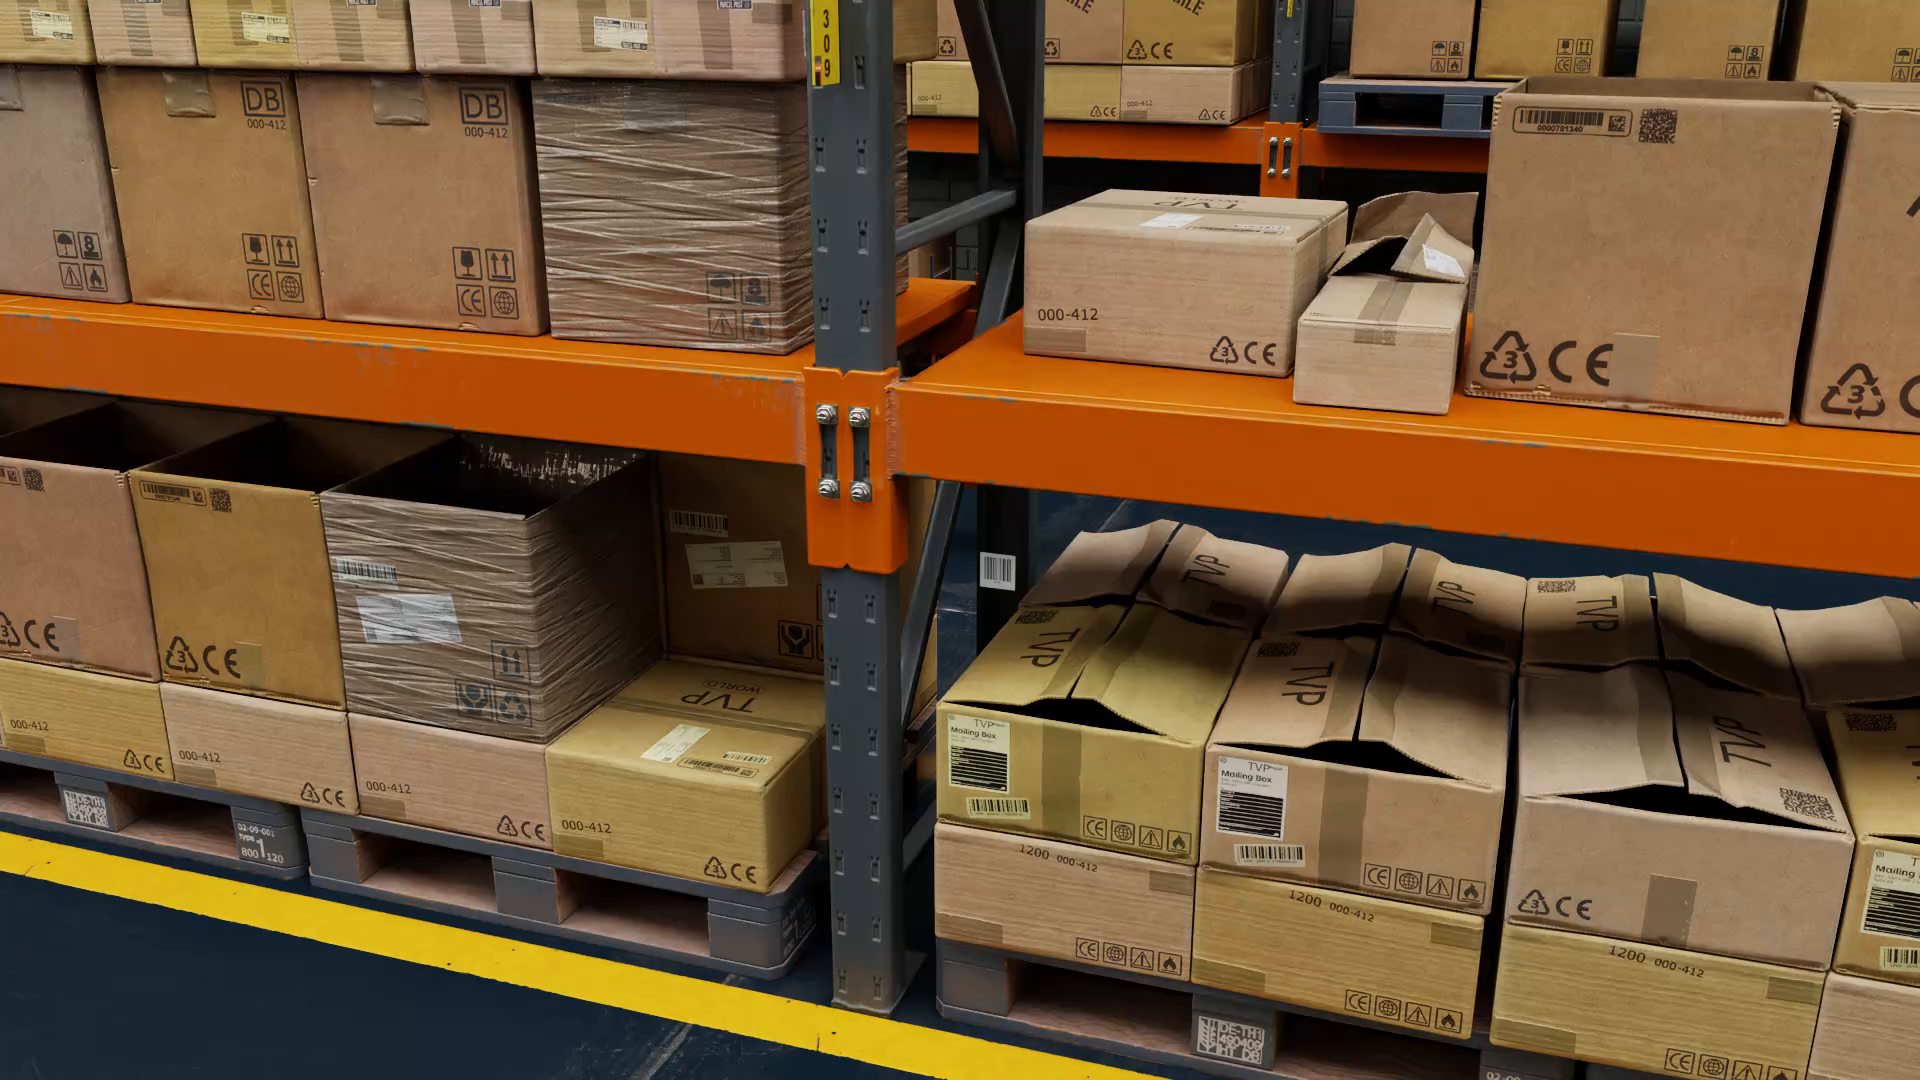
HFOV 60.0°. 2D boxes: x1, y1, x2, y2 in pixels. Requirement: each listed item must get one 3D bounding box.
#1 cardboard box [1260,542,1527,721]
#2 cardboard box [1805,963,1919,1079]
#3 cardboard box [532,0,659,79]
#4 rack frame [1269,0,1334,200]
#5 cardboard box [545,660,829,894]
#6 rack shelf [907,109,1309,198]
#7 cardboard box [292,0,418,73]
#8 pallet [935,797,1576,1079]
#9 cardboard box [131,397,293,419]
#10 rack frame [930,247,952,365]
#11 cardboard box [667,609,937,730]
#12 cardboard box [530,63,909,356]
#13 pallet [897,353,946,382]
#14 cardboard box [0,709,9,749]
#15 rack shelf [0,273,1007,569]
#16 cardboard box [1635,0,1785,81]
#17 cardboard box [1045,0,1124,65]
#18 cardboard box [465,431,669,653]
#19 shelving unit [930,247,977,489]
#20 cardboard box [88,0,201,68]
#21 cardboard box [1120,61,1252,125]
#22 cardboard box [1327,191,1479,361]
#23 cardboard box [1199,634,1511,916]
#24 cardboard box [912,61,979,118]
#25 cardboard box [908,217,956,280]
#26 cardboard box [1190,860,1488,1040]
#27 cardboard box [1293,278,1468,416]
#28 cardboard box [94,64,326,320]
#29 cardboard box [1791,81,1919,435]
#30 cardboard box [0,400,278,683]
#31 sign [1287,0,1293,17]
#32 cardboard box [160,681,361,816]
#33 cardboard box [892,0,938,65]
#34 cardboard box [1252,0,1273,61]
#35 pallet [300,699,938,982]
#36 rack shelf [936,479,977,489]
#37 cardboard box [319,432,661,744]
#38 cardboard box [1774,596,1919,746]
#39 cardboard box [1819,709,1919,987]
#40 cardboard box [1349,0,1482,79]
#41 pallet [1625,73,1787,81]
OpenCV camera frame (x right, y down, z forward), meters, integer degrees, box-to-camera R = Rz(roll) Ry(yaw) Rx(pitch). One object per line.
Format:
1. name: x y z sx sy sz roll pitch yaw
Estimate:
1. cardboard box: 0.934 0.225 3.562 0.500 0.311 0.500 7 20 20
2. cardboard box: 1.717 0.767 2.857 0.500 0.250 0.500 7 20 19
3. cardboard box: -0.596 -0.963 3.144 0.250 0.149 0.380 6 20 17
4. rack frame: 1.586 -2.160 7.716 0.127 3.000 1.000 7 20 18
5. cardboard box: -0.546 0.499 3.628 0.500 0.250 0.500 7 20 18
6. rack shelf: -0.303 -2.036 8.454 4.000 0.370 1.077 7 20 18
7. cardboard box: -1.093 -1.018 3.304 0.250 0.149 0.380 6 20 18
8. pallet: 0.673 0.765 3.561 1.213 0.211 1.003 7 20 18
9. cardboard box: -1.789 -0.182 4.442 0.500 0.500 0.500 7 20 18
10. rack frame: -0.065 -0.503 5.925 0.008 1.050 0.200 7 20 18
11. cardboard box: -0.375 0.336 4.093 0.500 0.250 0.500 7 20 18
12. cardboard box: -0.457 -0.713 3.411 0.500 0.500 0.700 6 20 17
13. pallet: -0.216 -1.036 8.728 1.213 0.211 1.003 7 20 18
14. cardboard box: -2.435 0.283 4.247 0.500 0.250 0.500 7 20 18
15. rack shelf: -1.925 -0.496 4.034 4.000 0.370 1.077 7 20 18
16. cardboard box: 3.213 -2.225 7.083 0.500 0.500 0.700 10 21 26
17. cardboard box: 0.565 -2.460 7.634 0.500 0.500 0.500 6 20 18
18. cardboard box: -0.846 -0.072 4.127 0.500 0.500 0.500 7 20 18
19. shelving unit: 0.051 -0.490 5.887 0.252 1.050 0.215 7 20 18
20. cardboard box: -1.562 -1.073 3.461 0.250 0.149 0.380 7 20 20
21. cardboard box: 1.039 -2.055 7.613 0.500 0.250 0.500 7 20 18
22. cardboard box: 0.855 -0.518 3.209 0.258 0.266 0.396 6 20 17
23. cardboard box: 0.744 0.394 3.077 0.500 0.311 0.500 6 20 17
24. cardboard box: 0.091 -2.161 7.917 0.500 0.250 0.500 6 20 18
25. cardboard box: -0.353 -1.360 8.551 0.500 0.500 0.700 5 20 15
26. cardboard box: 0.746 0.657 3.174 0.500 0.250 0.500 7 20 19
27. cardboard box: 0.734 -0.341 2.880 0.250 0.149 0.380 7 20 18
28. cardboard box: -1.430 -0.823 3.728 0.500 0.500 0.700 7 20 19
29. cardboard box: 1.655 -0.468 2.708 0.500 0.500 0.500 7 20 18
30. cardboard box: -1.965 -0.015 3.964 0.500 0.500 0.500 7 20 18
31. sign: 1.415 -2.399 7.087 0.005 0.325 0.100 7 20 18
32. cardboard box: -1.492 0.392 3.934 0.500 0.250 0.500 7 20 18
33. cardboard box: -0.226 -1.062 3.429 0.250 0.149 0.380 6 20 18
34. cardboard box: 1.211 -2.568 7.945 0.500 0.500 0.500 6 20 17
35. pallet: -0.773 0.598 4.039 1.213 0.211 1.003 7 20 18
36. rack shelf: 0.051 -0.218 5.982 0.240 0.259 0.215 7 20 18
37. cardboard box: -1.014 0.087 3.670 0.500 0.500 0.500 7 20 18
38. cardboard box: 1.878 0.335 3.246 0.500 0.311 0.500 6 20 17
39. cardboard box: 1.725 0.504 2.761 0.500 0.311 0.500 7 20 20
40. cardboard box: 2.056 -2.349 7.439 0.500 0.500 0.700 7 20 18
41. pallet: 3.481 -1.838 7.084 1.213 0.211 1.003 7 20 18
